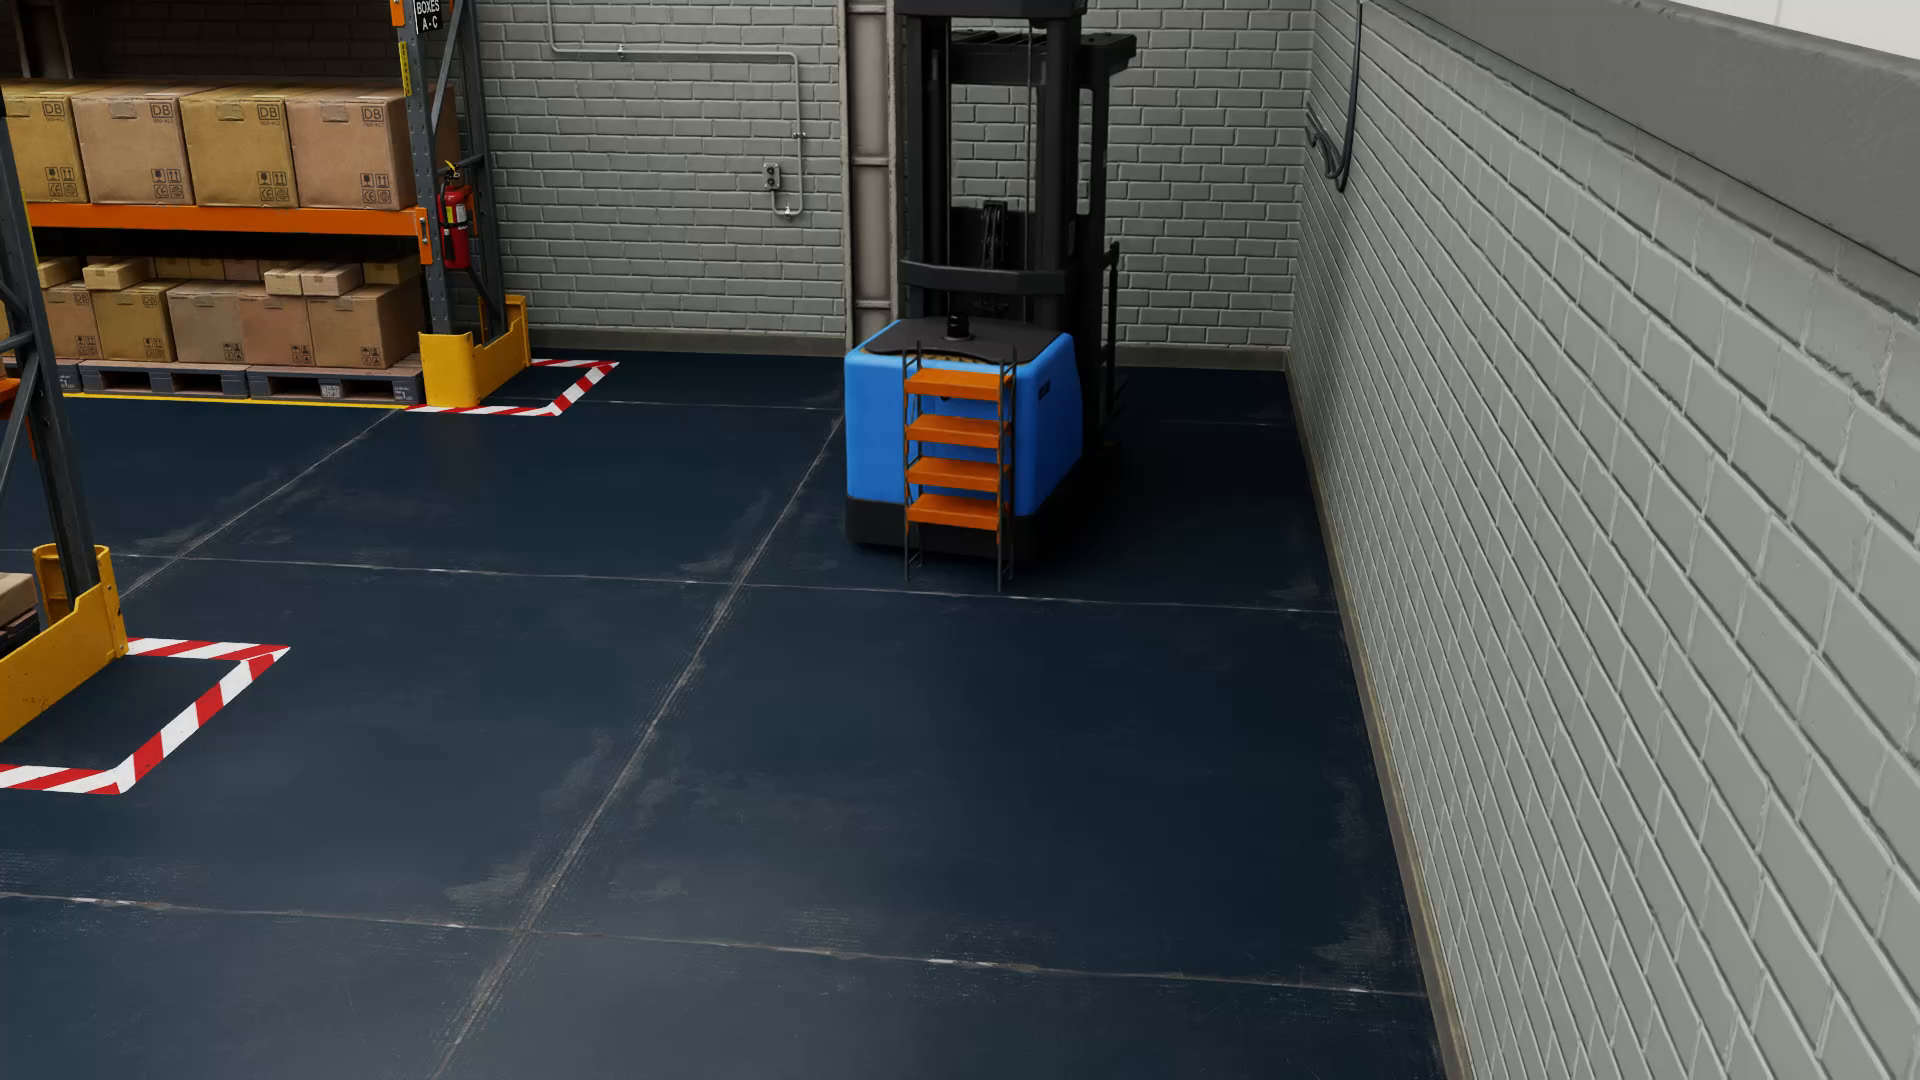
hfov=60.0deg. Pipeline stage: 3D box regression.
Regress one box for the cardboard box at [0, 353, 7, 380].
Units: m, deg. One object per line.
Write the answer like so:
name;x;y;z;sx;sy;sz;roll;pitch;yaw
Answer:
cardboard box;-4.389;-0.854;6.885;0.500;0.500;0.500;3;22;7

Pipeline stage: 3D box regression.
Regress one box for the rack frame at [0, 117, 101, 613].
rack frame;-3.980;-0.692;6.611;0.127;3.000;1.000;2;22;6

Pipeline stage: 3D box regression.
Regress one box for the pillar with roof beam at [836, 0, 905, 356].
pillar with roof beam;-1.124;-3.918;6.611;0.400;9.000;9.100;2;22;6

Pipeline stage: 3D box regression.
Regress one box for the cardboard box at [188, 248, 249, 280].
cardboard box;-5.219;-1.951;11.742;0.250;0.149;0.380;3;22;7

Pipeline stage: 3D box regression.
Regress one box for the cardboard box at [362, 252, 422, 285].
cardboard box;-3.960;-1.897;11.605;0.250;0.149;0.380;3;22;7

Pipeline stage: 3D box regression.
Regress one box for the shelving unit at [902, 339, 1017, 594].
shelving unit;-0.002;-0.360;8.219;0.503;1.200;0.258;7;23;16

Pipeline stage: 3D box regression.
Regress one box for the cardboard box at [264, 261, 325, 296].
cardboard box;-4.510;-1.779;11.307;0.250;0.149;0.380;3;22;8

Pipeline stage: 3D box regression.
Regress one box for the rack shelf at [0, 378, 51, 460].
rack shelf;-5.966;-0.444;6.962;4.000;0.370;1.077;2;22;6

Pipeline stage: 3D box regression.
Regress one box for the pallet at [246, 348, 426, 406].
pallet;-4.204;-1.210;11.714;1.213;0.211;1.003;2;22;6

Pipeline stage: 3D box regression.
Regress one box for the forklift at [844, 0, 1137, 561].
forklift;0.338;-1.766;9.421;1.130;2.935;3.031;7;23;17

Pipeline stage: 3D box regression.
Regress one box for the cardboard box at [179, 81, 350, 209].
cardboard box;-4.632;-2.686;11.247;0.700;0.700;0.980;2;22;6

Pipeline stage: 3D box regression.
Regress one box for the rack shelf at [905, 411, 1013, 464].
rack shelf;-0.002;-0.506;8.162;0.480;0.148;0.258;7;23;16

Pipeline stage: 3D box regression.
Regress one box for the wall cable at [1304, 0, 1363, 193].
wall cable;2.174;-3.472;9.705;0.112;2.526;3.097;2;22;6

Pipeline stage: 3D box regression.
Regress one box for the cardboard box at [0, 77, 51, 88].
cardboard box;-6.836;-2.784;11.495;0.700;0.700;0.980;3;22;7

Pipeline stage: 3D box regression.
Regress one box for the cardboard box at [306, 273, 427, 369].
cardboard box;-4.107;-1.528;11.553;0.500;0.500;0.700;2;22;6

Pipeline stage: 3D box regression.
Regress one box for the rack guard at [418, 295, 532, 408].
rack guard;-3.377;-1.338;11.643;0.348;0.500;1.175;2;22;6

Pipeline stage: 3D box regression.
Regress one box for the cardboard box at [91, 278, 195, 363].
cardboard box;-5.634;-1.591;11.714;0.500;0.500;0.700;3;22;8

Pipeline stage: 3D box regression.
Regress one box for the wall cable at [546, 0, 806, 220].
wall cable;-2.018;-3.264;11.733;1.851;1.984;0.084;2;22;6

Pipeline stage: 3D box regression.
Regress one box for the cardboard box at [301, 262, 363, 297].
cardboard box;-4.256;-1.768;11.279;0.250;0.149;0.380;2;22;6

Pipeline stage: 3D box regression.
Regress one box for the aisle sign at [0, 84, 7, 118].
aisle sign;-3.877;-2.006;6.397;0.004;0.787;0.394;2;22;6

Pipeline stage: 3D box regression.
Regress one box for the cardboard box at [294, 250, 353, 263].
cardboard box;-4.463;-1.919;11.659;0.250;0.149;0.380;3;22;6

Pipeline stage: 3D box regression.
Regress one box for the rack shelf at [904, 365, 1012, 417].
rack shelf;-0.002;-0.726;8.075;0.480;0.148;0.258;7;23;16

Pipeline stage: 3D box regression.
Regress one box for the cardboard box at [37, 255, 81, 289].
cardboard box;-6.323;-1.857;11.505;0.250;0.149;0.380;3;22;8

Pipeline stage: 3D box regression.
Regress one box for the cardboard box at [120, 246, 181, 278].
cardboard box;-5.727;-1.973;11.797;0.250;0.149;0.380;3;22;7

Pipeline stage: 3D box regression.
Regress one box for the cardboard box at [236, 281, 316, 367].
cardboard box;-4.604;-1.549;11.608;0.500;0.500;0.700;2;22;6

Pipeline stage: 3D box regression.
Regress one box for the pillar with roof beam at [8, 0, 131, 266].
pillar with roof beam;-7.082;-4.178;7.268;0.400;9.000;9.100;2;22;6

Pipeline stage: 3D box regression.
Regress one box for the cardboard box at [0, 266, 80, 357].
cardboard box;-6.642;-1.637;11.830;0.500;0.500;0.700;3;22;7

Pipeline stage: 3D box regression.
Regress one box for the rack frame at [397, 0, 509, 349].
rack frame;-3.400;-2.501;11.186;0.127;3.000;1.000;2;22;6

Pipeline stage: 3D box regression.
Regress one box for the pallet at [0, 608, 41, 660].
pallet;-4.847;0.567;7.219;1.213;0.211;1.003;2;22;6

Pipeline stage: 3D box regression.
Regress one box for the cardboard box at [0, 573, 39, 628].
cardboard box;-4.355;0.285;7.418;0.250;0.149;0.380;2;22;6

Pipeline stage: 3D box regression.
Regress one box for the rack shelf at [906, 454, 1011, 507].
rack shelf;-0.002;-0.298;8.244;0.480;0.148;0.258;7;23;16

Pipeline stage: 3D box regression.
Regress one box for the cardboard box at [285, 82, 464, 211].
cardboard box;-3.908;-2.659;11.178;0.700;0.700;0.980;3;22;9

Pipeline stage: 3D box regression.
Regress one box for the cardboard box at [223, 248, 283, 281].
cardboard box;-4.964;-1.940;11.714;0.250;0.149;0.380;3;22;7

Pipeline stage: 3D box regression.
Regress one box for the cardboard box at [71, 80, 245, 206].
cardboard box;-5.388;-2.723;11.339;0.700;0.700;0.980;1;22;4

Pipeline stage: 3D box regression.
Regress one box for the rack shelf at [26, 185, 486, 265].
rack shelf;-5.387;-2.253;11.537;4.000;0.370;1.077;2;22;6

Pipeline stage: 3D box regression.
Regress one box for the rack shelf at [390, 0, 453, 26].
rack shelf;-5.387;-3.648;10.986;4.000;0.370;1.077;2;22;6

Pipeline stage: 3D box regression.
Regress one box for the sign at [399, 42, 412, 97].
sign;-3.478;-2.952;10.430;0.005;0.325;0.100;2;22;6

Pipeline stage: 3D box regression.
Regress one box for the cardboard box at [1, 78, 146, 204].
cardboard box;-6.112;-2.751;11.410;0.700;0.700;0.980;2;22;5

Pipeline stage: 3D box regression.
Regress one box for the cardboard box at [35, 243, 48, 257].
cardboard box;-6.763;-2.018;11.910;0.250;0.149;0.380;2;22;6

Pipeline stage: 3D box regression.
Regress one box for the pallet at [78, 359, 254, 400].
pallet;-5.412;-1.264;11.850;1.213;0.211;1.003;2;22;6

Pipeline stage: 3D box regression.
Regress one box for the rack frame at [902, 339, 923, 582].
rack frame;-0.235;-0.387;8.288;0.015;1.200;0.240;7;23;16

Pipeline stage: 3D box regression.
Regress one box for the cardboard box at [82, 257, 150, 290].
cardboard box;-5.805;-1.835;11.448;0.250;0.149;0.380;2;22;5

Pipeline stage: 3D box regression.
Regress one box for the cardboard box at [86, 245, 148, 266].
cardboard box;-5.977;-1.984;11.826;0.250;0.149;0.380;2;22;5

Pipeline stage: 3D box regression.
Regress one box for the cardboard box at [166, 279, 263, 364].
cardboard box;-5.104;-1.571;11.662;0.500;0.500;0.700;2;22;5

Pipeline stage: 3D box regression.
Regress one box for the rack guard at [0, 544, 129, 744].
rack guard;-4.055;0.467;7.079;0.348;0.500;1.175;2;22;6

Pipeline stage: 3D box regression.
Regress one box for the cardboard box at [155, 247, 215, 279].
cardboard box;-5.470;-1.962;11.770;0.250;0.149;0.380;2;22;5

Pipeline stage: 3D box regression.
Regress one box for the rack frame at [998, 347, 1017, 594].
rack frame;0.231;-0.333;8.150;0.015;1.200;0.240;7;23;16

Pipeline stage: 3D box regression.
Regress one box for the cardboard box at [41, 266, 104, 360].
cardboard box;-6.144;-1.614;11.772;0.500;0.500;0.700;2;22;6

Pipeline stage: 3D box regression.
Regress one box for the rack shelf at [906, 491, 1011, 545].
rack shelf;-0.002;-0.113;8.317;0.480;0.148;0.258;7;23;16

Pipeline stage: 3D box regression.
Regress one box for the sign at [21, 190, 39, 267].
sign;-3.916;-1.293;6.953;0.005;0.325;0.100;2;22;6

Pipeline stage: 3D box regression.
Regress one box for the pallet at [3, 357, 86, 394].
pallet;-6.627;-1.316;11.981;1.213;0.211;1.003;2;22;6

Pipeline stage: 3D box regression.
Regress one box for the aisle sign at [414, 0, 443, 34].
aisle sign;-3.364;-3.597;10.423;0.004;0.787;0.394;2;22;6

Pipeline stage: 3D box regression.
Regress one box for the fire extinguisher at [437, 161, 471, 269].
fire extinguisher;-3.305;-2.117;10.826;0.183;0.674;0.296;2;22;6

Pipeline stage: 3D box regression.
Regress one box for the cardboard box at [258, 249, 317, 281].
cardboard box;-4.711;-1.930;11.687;0.250;0.149;0.380;3;22;7
